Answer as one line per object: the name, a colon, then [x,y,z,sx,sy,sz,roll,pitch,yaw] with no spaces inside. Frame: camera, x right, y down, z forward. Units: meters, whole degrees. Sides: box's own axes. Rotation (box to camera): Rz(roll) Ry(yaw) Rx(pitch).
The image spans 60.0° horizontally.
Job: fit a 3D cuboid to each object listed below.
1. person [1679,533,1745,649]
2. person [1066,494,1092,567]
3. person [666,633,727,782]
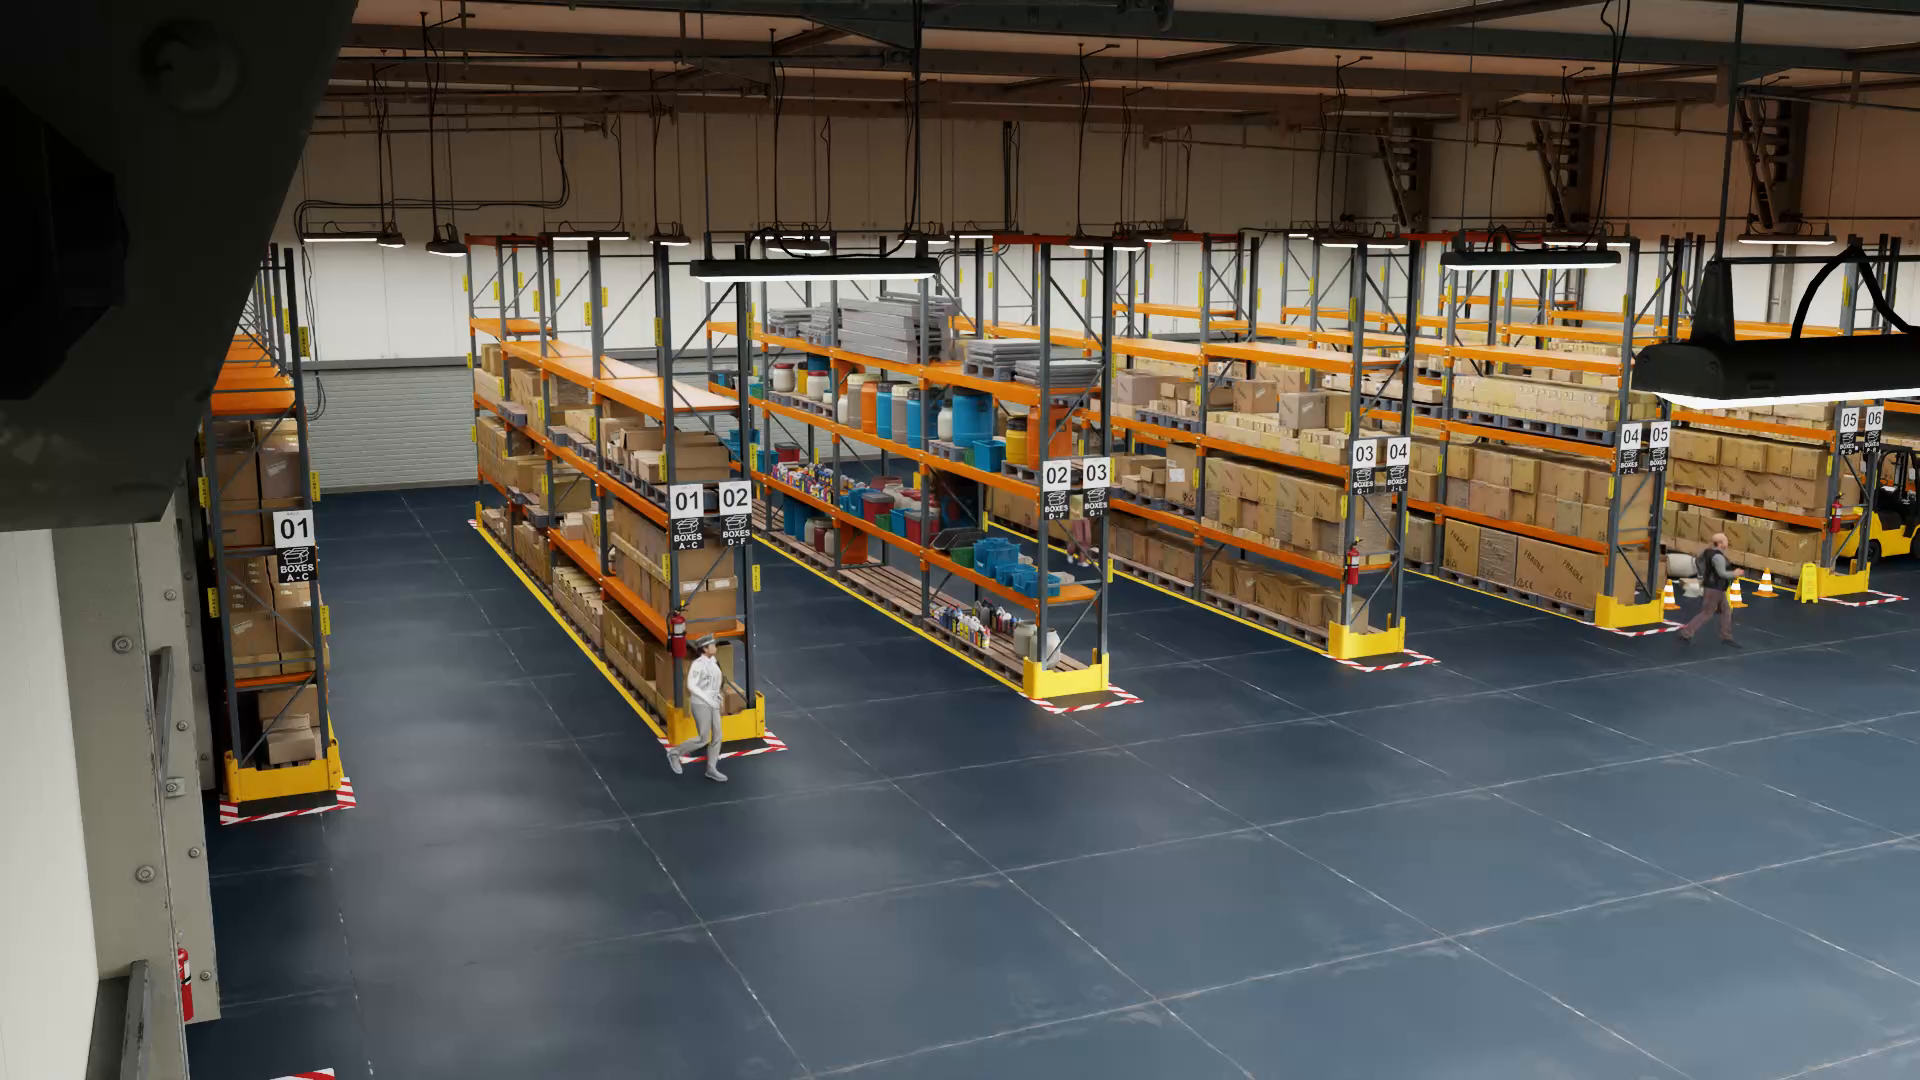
person: [11.152,0.757,24.545,0.905,1.735,0.666,3,11,17]
person: [2.105,-0.363,29.186,0.581,1.630,0.582,-6,12,-28]
person: [-2.956,1.884,19.110,0.713,1.666,0.665,3,11,14]
